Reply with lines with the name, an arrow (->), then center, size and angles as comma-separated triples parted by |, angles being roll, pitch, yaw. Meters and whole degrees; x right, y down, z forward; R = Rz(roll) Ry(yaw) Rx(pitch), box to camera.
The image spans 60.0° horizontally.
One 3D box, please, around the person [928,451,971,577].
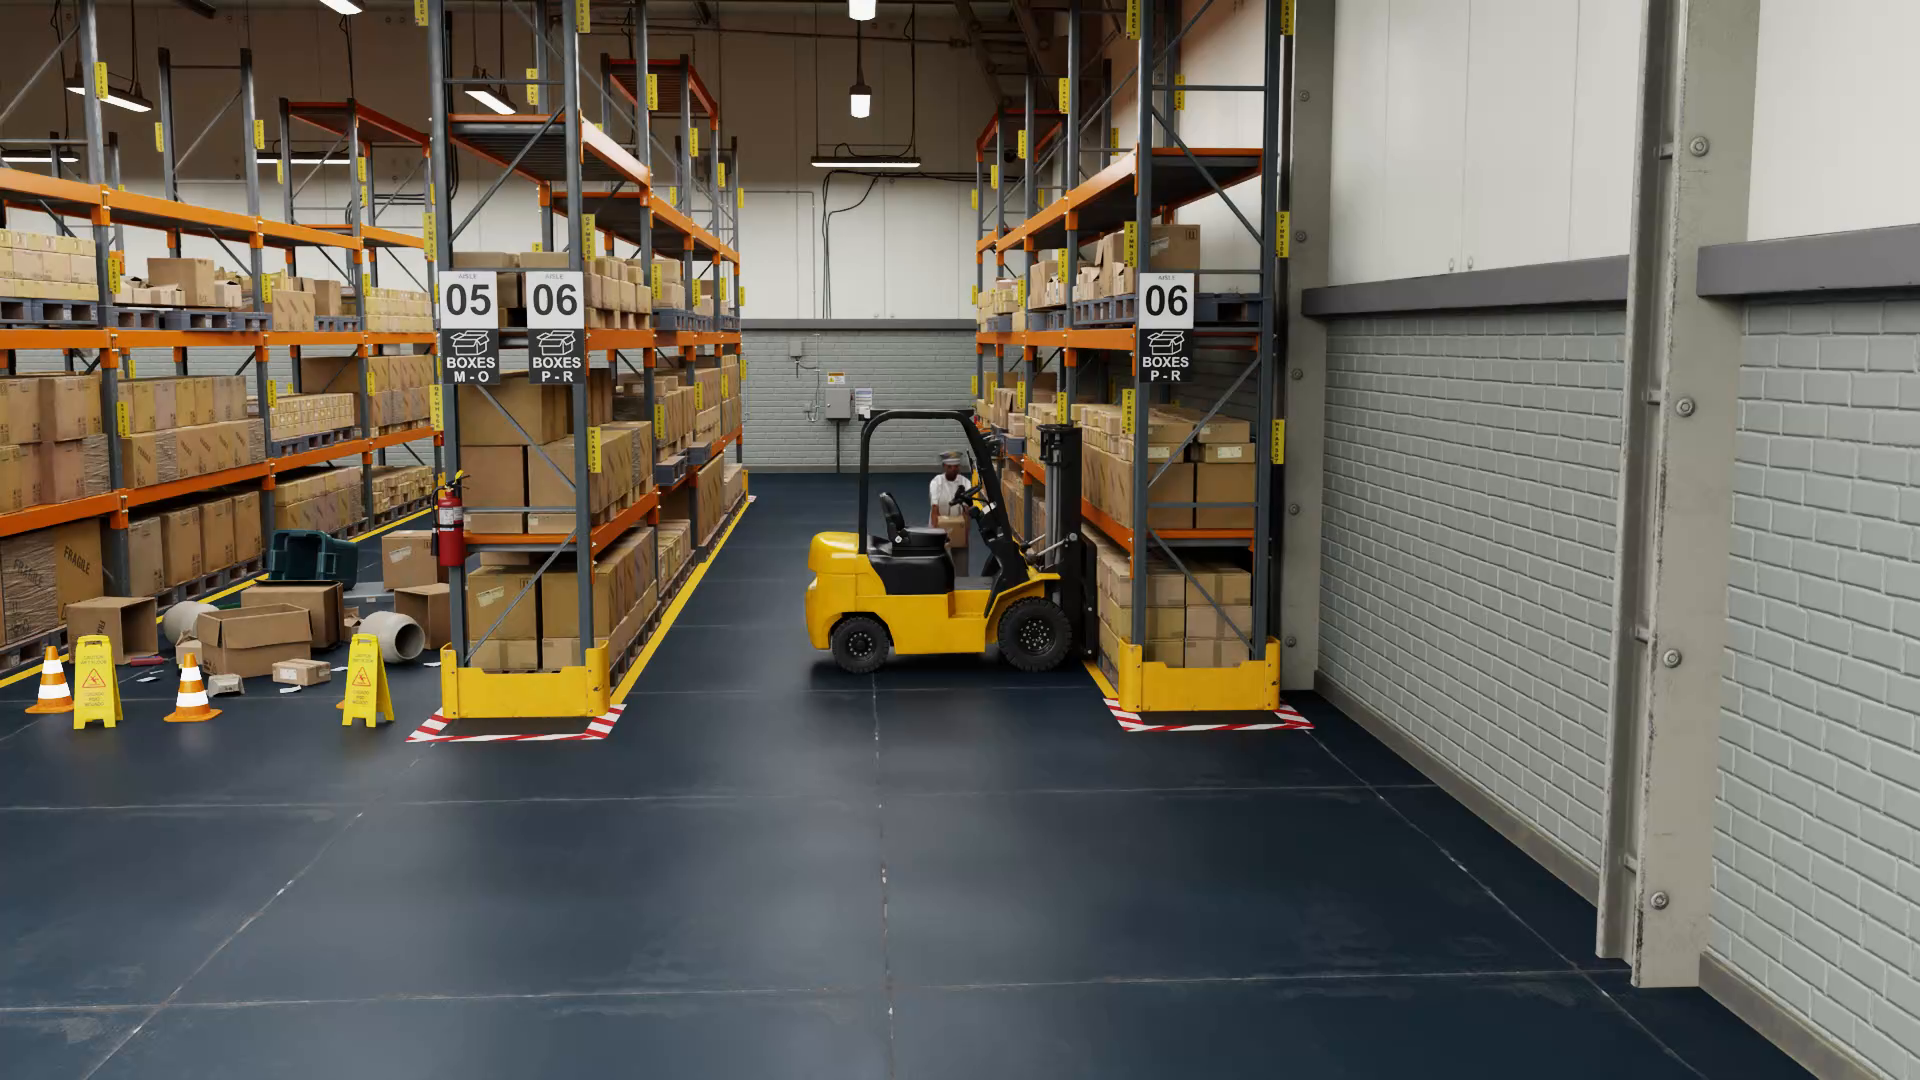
person -> -0.093, -0.037, 16.088 | 0.416, 1.665, 0.539 | -1, 7, -5
